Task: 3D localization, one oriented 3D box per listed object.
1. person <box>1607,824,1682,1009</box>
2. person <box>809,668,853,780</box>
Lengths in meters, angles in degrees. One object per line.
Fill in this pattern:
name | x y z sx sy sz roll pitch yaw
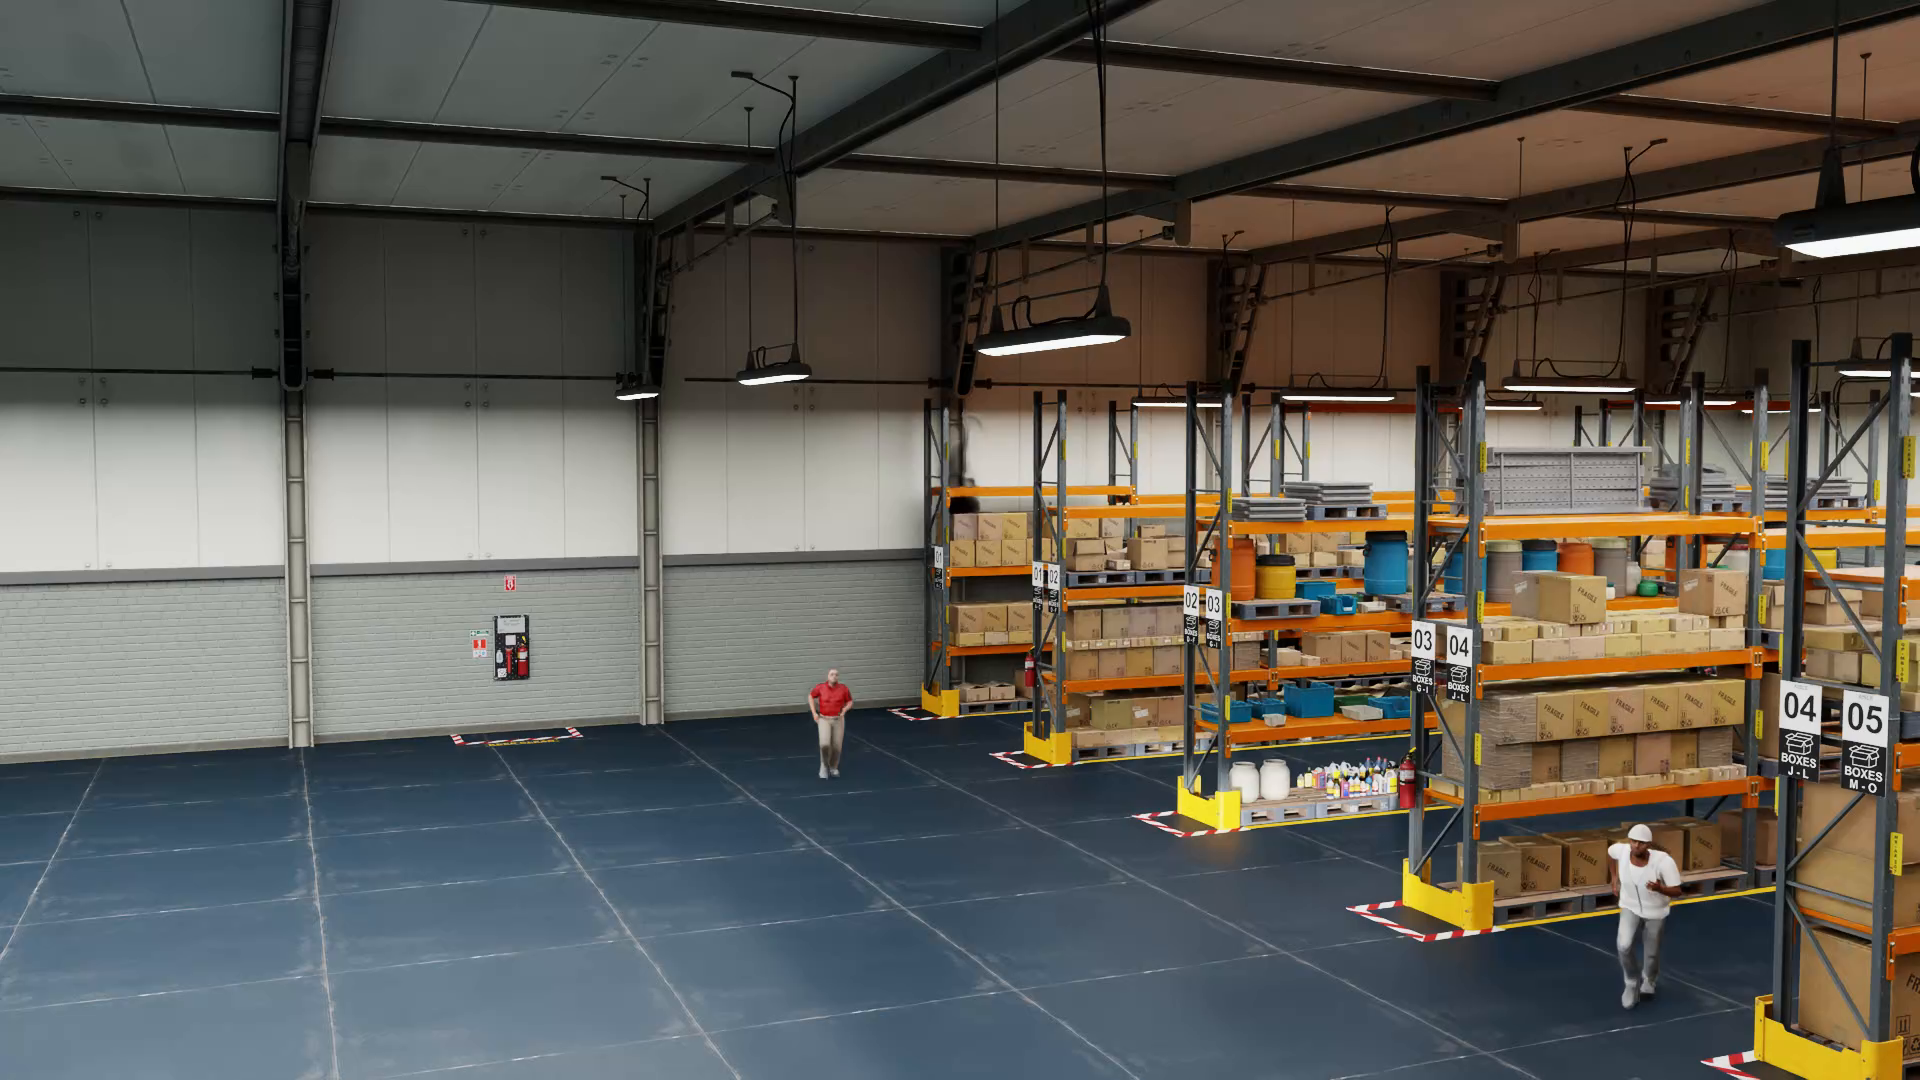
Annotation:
person | 6.221 3.406 15.159 0.683 1.717 0.918 2 4 30
person | -1.966 2.819 25.503 0.658 1.716 0.723 -1 3 -12
